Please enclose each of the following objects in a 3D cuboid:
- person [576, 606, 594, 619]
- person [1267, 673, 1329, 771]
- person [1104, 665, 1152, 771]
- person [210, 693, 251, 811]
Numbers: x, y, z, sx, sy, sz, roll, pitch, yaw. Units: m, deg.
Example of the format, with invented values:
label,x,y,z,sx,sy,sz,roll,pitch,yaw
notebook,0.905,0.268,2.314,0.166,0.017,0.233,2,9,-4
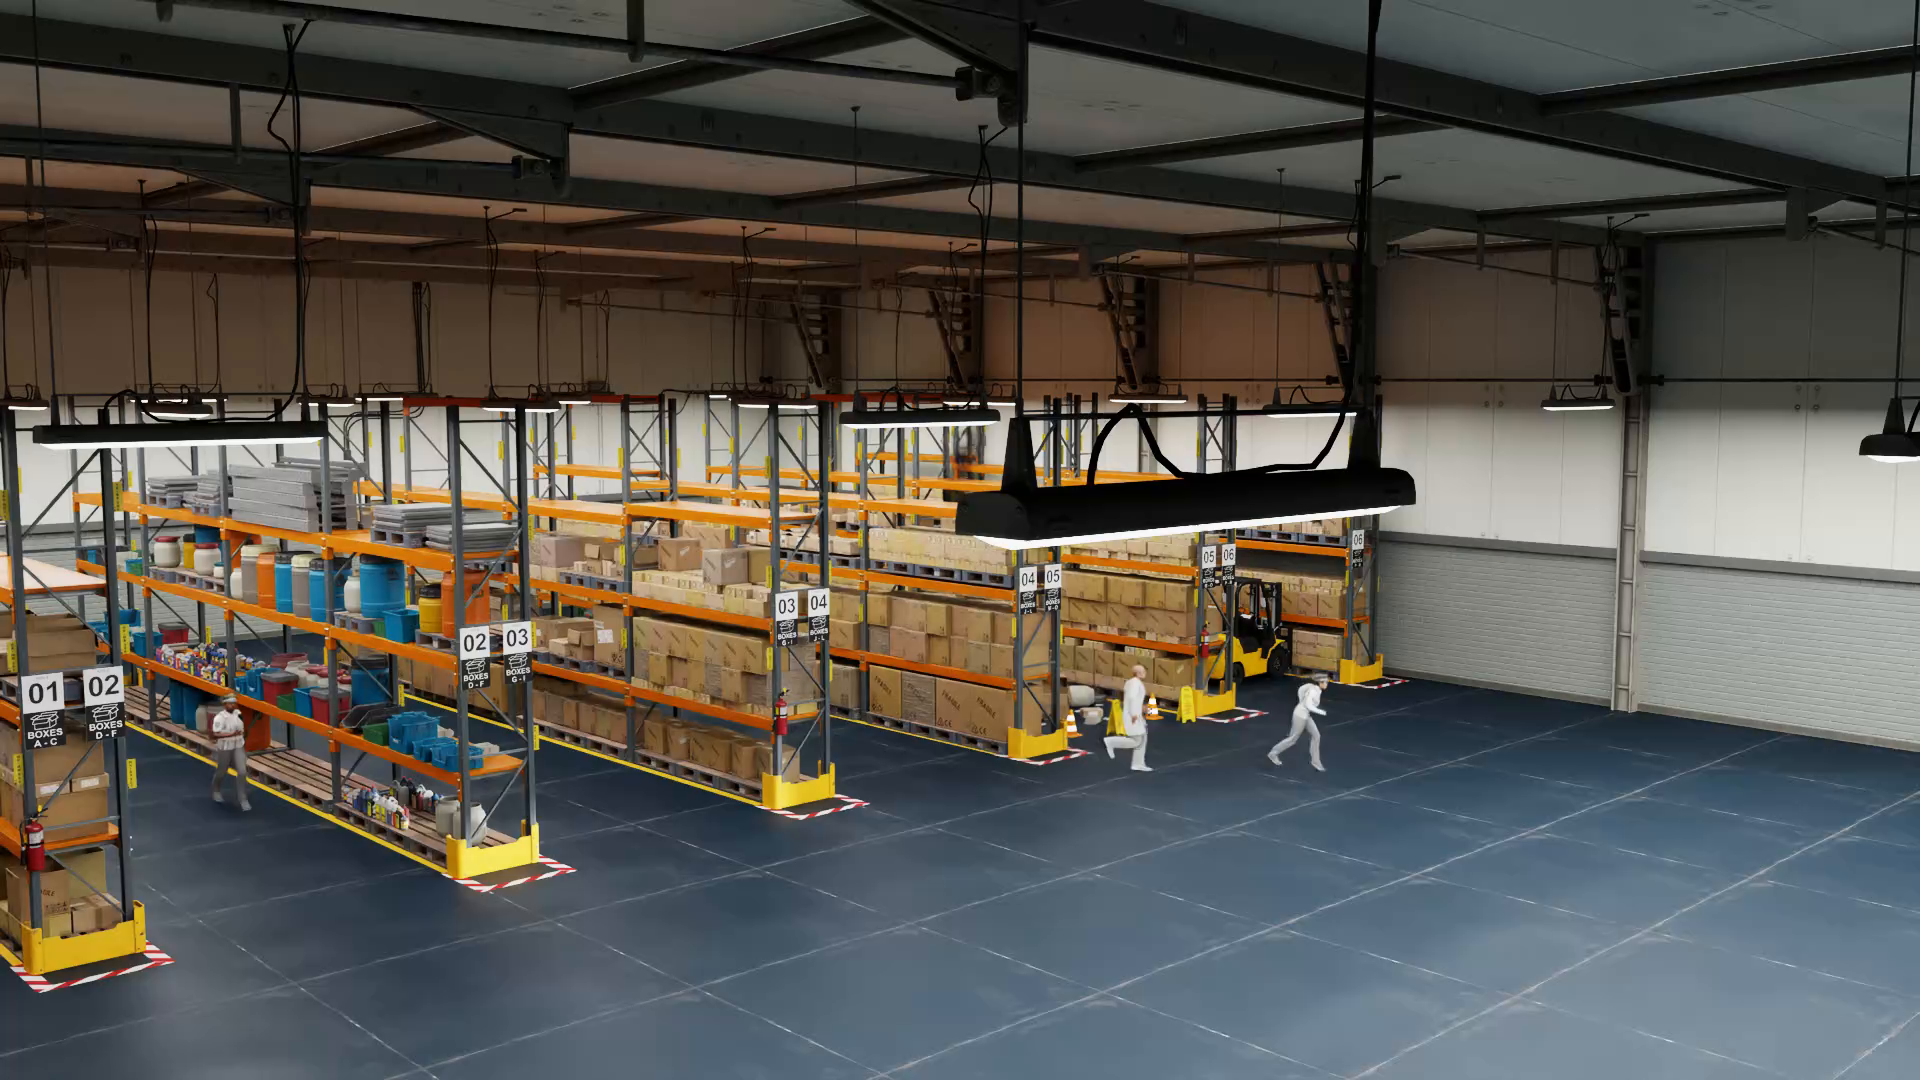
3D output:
label,x,y,z,sx,sy,sz,roll,pitch,yaw
person,-9.331,1.499,41.311,0.621,1.687,0.730,1,6,7
person,5.488,2.956,27.019,0.964,1.627,0.657,1,6,10
person,2.727,2.892,26.923,0.795,1.750,0.736,0,6,-1
person,-10.800,3.095,24.574,0.901,1.716,0.557,4,7,39
